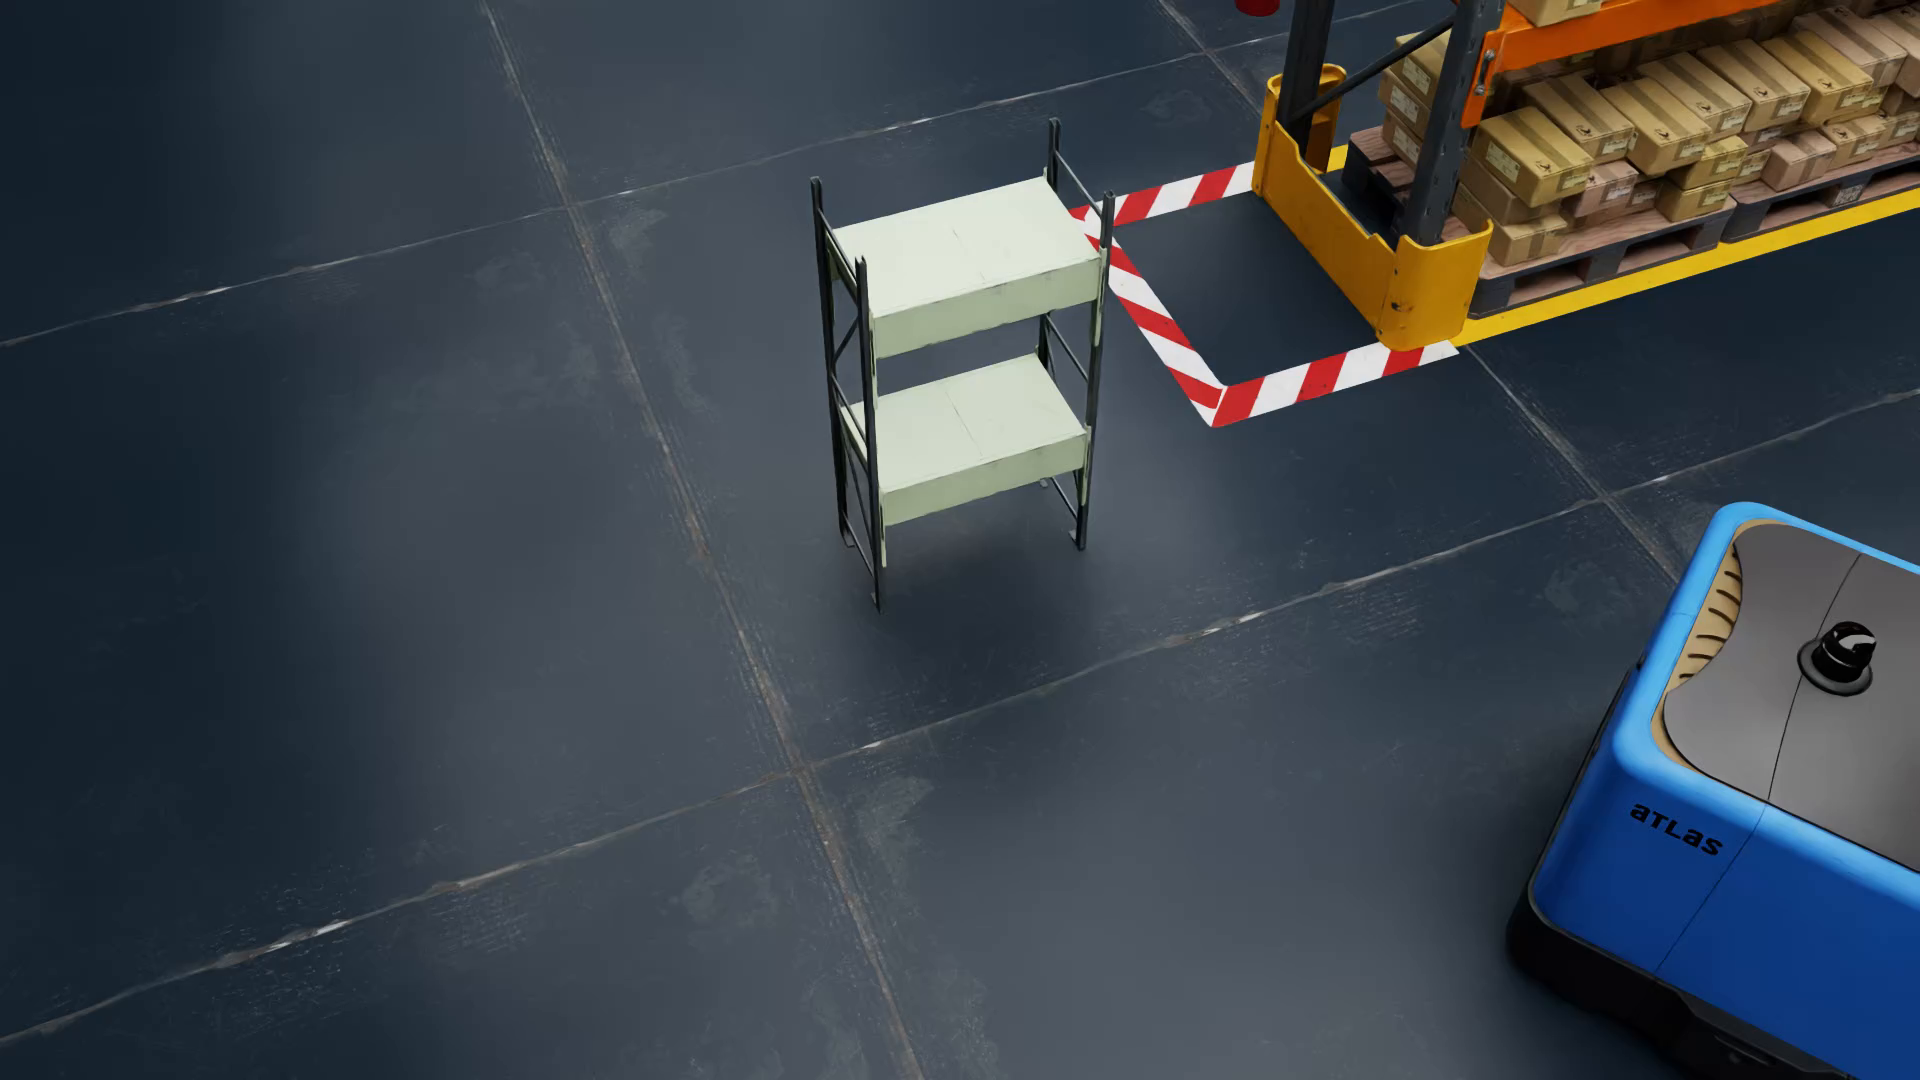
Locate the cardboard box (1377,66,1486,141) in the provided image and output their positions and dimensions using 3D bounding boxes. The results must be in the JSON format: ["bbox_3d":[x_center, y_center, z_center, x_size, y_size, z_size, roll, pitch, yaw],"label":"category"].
[{"bbox_3d":[1.902,-1.777,6.705,0.250,0.149,0.380,-18,52,-15],"label":"cardboard box"}]

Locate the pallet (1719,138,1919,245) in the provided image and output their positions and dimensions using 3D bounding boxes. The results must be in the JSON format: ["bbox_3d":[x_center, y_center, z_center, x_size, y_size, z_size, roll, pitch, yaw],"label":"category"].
[{"bbox_3d":[3.484,-1.789,7.147,1.213,0.211,1.003,-17,52,-14],"label":"pallet"}]

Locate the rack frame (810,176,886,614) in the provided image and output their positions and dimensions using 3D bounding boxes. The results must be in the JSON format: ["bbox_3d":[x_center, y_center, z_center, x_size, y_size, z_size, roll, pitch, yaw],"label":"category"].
[{"bbox_3d":[-0.333,-0.386,5.093,0.023,1.500,0.400,-17,52,-14],"label":"rack frame"}]

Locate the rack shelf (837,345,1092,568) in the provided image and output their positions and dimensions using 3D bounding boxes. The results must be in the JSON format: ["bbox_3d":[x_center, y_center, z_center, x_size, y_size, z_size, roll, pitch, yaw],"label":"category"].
[{"bbox_3d":[0.006,-0.278,5.430,0.720,0.370,0.431,-17,52,-14],"label":"rack shelf"}]

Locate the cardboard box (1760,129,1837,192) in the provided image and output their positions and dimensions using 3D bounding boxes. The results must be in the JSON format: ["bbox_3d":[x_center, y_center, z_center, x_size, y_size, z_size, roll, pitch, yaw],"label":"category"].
[{"bbox_3d":[3.307,-1.609,6.757,0.250,0.149,0.380,-20,52,-16],"label":"cardboard box"}]

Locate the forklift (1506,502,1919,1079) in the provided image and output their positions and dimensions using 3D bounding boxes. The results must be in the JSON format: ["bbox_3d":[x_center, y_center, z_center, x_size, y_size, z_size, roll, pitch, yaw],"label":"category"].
[{"bbox_3d":[3.057,0.530,3.363,3.031,2.935,1.130,26,54,21],"label":"forklift"}]

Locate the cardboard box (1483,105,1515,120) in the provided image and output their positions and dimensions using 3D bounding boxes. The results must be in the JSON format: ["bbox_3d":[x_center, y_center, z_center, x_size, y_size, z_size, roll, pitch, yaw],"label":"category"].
[{"bbox_3d":[2.164,-1.814,6.737,0.250,0.149,0.380,-18,52,-15],"label":"cardboard box"}]

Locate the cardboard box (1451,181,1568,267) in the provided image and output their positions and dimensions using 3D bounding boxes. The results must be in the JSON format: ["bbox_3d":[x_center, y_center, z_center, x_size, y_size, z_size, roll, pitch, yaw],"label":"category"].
[{"bbox_3d":[2.127,-1.254,6.452,0.250,0.149,0.380,-16,51,-14],"label":"cardboard box"}]

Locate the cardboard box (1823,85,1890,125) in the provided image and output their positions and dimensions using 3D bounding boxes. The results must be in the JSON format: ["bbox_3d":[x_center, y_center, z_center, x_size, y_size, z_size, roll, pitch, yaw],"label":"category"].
[{"bbox_3d":[3.549,-1.884,6.797,0.250,0.149,0.380,-15,51,-13],"label":"cardboard box"}]

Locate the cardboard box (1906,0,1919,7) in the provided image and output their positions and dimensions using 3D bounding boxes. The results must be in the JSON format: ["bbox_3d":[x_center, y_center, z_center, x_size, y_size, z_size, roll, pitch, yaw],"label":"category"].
[{"bbox_3d":[4.104,-2.387,7.229,0.250,0.149,0.380,-20,52,-16],"label":"cardboard box"}]

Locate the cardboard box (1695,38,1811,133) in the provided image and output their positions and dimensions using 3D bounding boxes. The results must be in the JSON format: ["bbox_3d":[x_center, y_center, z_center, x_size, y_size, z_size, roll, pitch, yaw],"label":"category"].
[{"bbox_3d":[3.084,-1.782,6.513,0.250,0.149,0.380,-15,51,-13],"label":"cardboard box"}]

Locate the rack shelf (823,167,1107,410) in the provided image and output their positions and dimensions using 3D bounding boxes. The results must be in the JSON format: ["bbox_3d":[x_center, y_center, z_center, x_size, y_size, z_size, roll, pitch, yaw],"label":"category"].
[{"bbox_3d":[0.006,-0.745,4.887,0.720,0.370,0.431,-17,52,-14],"label":"rack shelf"}]

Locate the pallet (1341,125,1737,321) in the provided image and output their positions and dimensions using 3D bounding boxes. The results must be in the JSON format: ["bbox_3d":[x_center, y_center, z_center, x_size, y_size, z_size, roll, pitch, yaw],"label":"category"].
[{"bbox_3d":[2.357,-1.442,6.849,1.213,0.211,1.003,-17,52,-14],"label":"pallet"}]

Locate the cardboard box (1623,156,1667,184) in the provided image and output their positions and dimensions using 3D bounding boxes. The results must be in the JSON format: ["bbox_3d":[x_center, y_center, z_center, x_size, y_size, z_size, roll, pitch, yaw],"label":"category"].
[{"bbox_3d":[2.571,-1.566,6.524,0.250,0.149,0.380,-17,51,-14],"label":"cardboard box"}]

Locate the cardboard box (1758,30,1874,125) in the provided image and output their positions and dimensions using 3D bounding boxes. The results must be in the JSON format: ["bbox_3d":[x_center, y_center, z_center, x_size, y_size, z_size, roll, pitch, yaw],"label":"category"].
[{"bbox_3d":[3.345,-1.825,6.550,0.250,0.149,0.380,-16,51,-14],"label":"cardboard box"}]

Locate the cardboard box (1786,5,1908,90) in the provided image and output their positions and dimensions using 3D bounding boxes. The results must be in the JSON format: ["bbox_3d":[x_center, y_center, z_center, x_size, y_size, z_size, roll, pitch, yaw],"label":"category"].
[{"bbox_3d":[3.542,-1.965,6.670,0.250,0.149,0.380,-17,51,-14],"label":"cardboard box"}]

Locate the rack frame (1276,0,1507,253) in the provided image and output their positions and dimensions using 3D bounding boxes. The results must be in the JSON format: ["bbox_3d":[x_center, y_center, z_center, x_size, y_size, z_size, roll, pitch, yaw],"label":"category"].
[{"bbox_3d":[1.521,-2.120,5.594,0.127,3.000,1.000,-17,52,-14],"label":"rack frame"}]

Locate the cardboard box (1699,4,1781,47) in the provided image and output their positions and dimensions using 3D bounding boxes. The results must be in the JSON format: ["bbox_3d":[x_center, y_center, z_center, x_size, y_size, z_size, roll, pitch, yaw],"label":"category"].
[{"bbox_3d":[3.139,-2.191,6.864,0.250,0.149,0.380,-19,52,-15],"label":"cardboard box"}]

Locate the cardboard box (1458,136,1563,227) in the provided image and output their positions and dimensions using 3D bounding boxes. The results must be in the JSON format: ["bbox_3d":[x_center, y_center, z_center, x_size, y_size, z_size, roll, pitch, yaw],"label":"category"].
[{"bbox_3d":[2.103,-1.395,6.377,0.250,0.149,0.380,-15,51,-13],"label":"cardboard box"}]

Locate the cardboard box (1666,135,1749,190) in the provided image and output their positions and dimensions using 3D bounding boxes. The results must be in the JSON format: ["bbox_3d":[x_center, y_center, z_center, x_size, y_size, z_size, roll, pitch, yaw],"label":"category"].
[{"bbox_3d":[2.850,-1.564,6.522,0.250,0.149,0.380,-16,51,-13],"label":"cardboard box"}]

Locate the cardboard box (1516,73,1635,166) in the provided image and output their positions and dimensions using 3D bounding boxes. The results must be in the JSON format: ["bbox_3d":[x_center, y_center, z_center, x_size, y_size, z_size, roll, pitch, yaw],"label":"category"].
[{"bbox_3d":[2.344,-1.597,6.355,0.250,0.149,0.380,-16,51,-14],"label":"cardboard box"}]

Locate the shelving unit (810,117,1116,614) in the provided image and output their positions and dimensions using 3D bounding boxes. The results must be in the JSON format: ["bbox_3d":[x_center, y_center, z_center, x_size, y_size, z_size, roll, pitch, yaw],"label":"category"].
[{"bbox_3d":[0.006,-0.491,5.183,0.755,1.500,0.431,-17,52,-14],"label":"shelving unit"}]

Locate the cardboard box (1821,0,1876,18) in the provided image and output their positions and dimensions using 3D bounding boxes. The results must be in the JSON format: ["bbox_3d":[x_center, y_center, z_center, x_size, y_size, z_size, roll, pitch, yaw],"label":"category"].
[{"bbox_3d":[3.613,-2.329,6.983,0.250,0.149,0.380,-19,52,-16],"label":"cardboard box"}]

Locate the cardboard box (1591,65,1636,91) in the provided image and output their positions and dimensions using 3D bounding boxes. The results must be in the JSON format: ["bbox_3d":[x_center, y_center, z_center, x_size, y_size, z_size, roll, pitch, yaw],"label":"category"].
[{"bbox_3d":[2.670,-1.932,6.838,0.250,0.149,0.380,-18,52,-15],"label":"cardboard box"}]

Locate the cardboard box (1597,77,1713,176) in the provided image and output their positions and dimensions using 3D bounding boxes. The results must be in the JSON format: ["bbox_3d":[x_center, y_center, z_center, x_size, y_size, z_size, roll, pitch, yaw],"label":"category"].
[{"bbox_3d":[2.626,-1.580,6.340,0.250,0.149,0.380,-17,52,-14],"label":"cardboard box"}]

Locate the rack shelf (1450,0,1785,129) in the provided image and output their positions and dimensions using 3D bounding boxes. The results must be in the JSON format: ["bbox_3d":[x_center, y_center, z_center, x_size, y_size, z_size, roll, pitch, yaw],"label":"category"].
[{"bbox_3d":[3.372,-2.460,6.359,4.000,0.370,1.077,-17,52,-14],"label":"rack shelf"}]

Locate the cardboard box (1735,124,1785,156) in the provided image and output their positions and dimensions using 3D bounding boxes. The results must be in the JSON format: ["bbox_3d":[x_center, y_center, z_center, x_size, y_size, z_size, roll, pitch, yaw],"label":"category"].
[{"bbox_3d":[3.059,-1.707,6.645,0.250,0.149,0.380,-19,52,-16],"label":"cardboard box"}]

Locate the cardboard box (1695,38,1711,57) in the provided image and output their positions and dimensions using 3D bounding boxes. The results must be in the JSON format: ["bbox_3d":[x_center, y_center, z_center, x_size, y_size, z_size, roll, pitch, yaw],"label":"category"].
[{"bbox_3d":[3.101,-2.145,7.022,0.250,0.149,0.380,-15,51,-12],"label":"cardboard box"}]

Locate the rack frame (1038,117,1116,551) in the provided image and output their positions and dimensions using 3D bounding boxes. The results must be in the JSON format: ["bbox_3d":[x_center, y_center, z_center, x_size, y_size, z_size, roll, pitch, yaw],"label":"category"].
[{"bbox_3d":[0.345,-0.596,5.273,0.023,1.500,0.400,-17,52,-14],"label":"rack frame"}]

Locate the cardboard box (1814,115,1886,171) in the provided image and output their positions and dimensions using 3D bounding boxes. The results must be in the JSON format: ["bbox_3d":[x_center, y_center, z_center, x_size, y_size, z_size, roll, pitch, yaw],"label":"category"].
[{"bbox_3d":[3.554,-1.707,6.841,0.250,0.149,0.380,-17,52,-14],"label":"cardboard box"}]

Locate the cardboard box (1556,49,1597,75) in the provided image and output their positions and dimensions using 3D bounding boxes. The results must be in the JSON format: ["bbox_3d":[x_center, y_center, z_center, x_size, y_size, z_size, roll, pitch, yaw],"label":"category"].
[{"bbox_3d":[2.361,-2.047,6.741,0.250,0.149,0.380,-18,52,-15],"label":"cardboard box"}]

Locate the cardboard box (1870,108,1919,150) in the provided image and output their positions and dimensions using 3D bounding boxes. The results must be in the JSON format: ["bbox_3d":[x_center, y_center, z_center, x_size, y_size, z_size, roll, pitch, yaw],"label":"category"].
[{"bbox_3d":[3.765,-1.799,6.920,0.250,0.149,0.380,-16,51,-14],"label":"cardboard box"}]

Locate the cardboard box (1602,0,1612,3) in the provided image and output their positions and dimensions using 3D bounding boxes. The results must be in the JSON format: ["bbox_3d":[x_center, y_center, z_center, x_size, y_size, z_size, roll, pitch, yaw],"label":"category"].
[{"bbox_3d":[2.165,-2.003,5.659,0.250,0.149,0.380,-16,51,-13],"label":"cardboard box"}]

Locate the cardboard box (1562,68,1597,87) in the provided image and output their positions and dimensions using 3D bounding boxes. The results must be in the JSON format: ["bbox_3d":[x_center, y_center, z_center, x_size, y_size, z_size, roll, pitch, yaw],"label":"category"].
[{"bbox_3d":[2.382,-1.927,6.834,0.250,0.149,0.380,-19,52,-16],"label":"cardboard box"}]

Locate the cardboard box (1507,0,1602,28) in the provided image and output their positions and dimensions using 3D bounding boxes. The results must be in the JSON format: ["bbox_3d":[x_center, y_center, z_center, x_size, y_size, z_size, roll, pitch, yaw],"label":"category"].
[{"bbox_3d":[1.945,-1.901,5.571,0.250,0.149,0.380,-18,52,-15],"label":"cardboard box"}]

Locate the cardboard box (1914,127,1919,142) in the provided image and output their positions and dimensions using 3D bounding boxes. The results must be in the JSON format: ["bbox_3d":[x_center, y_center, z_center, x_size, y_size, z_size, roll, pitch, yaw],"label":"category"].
[{"bbox_3d":[4.032,-1.827,6.944,0.250,0.149,0.380,-17,52,-14],"label":"cardboard box"}]

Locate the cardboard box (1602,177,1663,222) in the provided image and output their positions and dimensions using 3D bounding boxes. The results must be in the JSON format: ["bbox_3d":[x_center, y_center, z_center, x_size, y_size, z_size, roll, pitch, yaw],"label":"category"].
[{"bbox_3d":[2.566,-1.462,6.631,0.250,0.149,0.380,-17,51,-14],"label":"cardboard box"}]

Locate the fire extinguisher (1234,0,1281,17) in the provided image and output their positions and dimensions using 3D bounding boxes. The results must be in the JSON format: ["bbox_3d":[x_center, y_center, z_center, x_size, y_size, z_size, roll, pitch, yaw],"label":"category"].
[{"bbox_3d":[1.113,-2.225,5.981,0.183,0.674,0.296,-17,52,-14],"label":"fire extinguisher"}]

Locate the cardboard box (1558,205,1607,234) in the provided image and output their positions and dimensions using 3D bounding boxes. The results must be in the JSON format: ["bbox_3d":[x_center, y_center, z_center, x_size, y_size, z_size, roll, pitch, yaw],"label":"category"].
[{"bbox_3d":[2.338,-1.386,6.566,0.250,0.149,0.380,-17,52,-14],"label":"cardboard box"}]

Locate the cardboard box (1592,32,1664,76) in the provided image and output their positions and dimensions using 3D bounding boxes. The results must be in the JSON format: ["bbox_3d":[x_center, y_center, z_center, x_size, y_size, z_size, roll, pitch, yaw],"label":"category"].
[{"bbox_3d":[2.625,-2.077,6.767,0.250,0.149,0.380,-19,52,-16],"label":"cardboard box"}]

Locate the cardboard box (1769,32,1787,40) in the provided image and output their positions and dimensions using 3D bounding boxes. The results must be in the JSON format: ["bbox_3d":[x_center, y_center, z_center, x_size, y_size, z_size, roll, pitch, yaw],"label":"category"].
[{"bbox_3d":[3.345,-2.244,7.106,0.250,0.149,0.380,-17,51,-14],"label":"cardboard box"}]

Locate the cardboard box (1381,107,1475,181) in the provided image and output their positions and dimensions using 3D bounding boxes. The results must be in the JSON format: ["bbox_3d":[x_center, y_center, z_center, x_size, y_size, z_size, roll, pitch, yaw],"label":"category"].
[{"bbox_3d":[1.929,-1.626,6.771,0.250,0.149,0.380,-16,51,-14],"label":"cardboard box"}]

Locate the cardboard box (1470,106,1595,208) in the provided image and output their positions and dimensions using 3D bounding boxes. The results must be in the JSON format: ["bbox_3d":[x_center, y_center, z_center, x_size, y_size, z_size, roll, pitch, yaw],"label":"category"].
[{"bbox_3d":[2.134,-1.434,6.214,0.250,0.149,0.380,-19,52,-16],"label":"cardboard box"}]

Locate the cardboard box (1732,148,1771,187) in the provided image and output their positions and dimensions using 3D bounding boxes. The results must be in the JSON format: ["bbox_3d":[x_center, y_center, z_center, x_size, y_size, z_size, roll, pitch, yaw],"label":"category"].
[{"bbox_3d":[3.044,-1.599,6.748,0.250,0.149,0.380,-17,51,-14],"label":"cardboard box"}]

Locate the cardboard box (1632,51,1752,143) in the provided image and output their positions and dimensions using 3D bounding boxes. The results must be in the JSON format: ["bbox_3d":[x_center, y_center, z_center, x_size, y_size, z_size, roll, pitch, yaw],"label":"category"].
[{"bbox_3d":[2.824,-1.709,6.451,0.250,0.149,0.380,-20,52,-16],"label":"cardboard box"}]

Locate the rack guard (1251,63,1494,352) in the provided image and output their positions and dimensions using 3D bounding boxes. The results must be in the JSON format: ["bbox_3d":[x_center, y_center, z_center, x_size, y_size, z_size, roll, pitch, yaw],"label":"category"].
[{"bbox_3d":[1.591,-1.328,6.561,0.348,0.500,1.175,-17,52,-14],"label":"rack guard"}]

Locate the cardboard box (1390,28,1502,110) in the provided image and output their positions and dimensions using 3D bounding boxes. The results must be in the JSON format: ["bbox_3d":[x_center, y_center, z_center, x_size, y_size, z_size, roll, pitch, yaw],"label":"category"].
[{"bbox_3d":[1.915,-1.852,6.573,0.250,0.149,0.380,-17,51,-14],"label":"cardboard box"}]

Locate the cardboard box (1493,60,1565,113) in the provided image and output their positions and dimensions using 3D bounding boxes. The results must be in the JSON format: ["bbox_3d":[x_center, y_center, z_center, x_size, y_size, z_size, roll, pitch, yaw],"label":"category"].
[{"bbox_3d":[2.170,-1.884,6.601,0.250,0.149,0.380,-16,51,-14],"label":"cardboard box"}]

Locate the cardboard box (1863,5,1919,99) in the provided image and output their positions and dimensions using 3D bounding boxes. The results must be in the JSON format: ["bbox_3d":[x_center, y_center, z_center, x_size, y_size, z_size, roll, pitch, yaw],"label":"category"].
[{"bbox_3d":[3.813,-1.959,6.665,0.250,0.149,0.380,-19,52,-16],"label":"cardboard box"}]

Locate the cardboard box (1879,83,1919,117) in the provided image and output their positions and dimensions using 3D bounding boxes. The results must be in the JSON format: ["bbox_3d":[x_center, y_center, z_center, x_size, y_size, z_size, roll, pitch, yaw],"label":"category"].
[{"bbox_3d":[3.812,-1.931,6.837,0.250,0.149,0.380,-19,52,-16],"label":"cardboard box"}]

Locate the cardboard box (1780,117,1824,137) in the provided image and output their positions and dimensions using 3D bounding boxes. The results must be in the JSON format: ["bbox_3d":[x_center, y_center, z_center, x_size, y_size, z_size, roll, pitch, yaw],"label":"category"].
[{"bbox_3d":[3.295,-1.814,6.737,0.250,0.149,0.380,-15,51,-12],"label":"cardboard box"}]

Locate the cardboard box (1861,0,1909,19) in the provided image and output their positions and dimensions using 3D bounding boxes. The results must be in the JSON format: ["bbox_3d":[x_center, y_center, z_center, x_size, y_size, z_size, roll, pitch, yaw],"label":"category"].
[{"bbox_3d":[3.841,-2.325,7.176,0.250,0.149,0.380,-15,51,-13],"label":"cardboard box"}]

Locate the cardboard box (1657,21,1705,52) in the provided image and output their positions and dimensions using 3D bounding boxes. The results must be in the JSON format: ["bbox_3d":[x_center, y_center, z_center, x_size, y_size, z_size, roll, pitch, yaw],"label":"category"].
[{"bbox_3d":[2.853,-2.193,6.866,0.250,0.149,0.380,-15,51,-13],"label":"cardboard box"}]

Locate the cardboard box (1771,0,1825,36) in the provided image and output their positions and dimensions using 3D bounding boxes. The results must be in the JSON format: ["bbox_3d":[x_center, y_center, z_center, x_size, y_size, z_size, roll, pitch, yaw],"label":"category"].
[{"bbox_3d":[3.370,-2.286,6.946,0.250,0.149,0.380,-17,51,-14],"label":"cardboard box"}]

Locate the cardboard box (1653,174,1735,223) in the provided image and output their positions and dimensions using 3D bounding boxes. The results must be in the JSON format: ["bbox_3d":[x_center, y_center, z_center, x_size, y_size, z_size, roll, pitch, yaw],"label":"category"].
[{"bbox_3d":[2.844,-1.459,6.628,0.250,0.149,0.380,-17,51,-14],"label":"cardboard box"}]

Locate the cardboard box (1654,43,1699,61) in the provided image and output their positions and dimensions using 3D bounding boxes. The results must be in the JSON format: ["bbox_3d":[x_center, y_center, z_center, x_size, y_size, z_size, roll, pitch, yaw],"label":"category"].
[{"bbox_3d":[2.857,-2.085,6.970,0.250,0.149,0.380,-17,51,-14],"label":"cardboard box"}]

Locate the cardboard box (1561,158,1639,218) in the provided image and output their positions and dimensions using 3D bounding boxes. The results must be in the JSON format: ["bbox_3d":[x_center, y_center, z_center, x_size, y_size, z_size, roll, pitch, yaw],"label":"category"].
[{"bbox_3d":[2.378,-1.434,6.411,0.250,0.149,0.380,-17,52,-14],"label":"cardboard box"}]

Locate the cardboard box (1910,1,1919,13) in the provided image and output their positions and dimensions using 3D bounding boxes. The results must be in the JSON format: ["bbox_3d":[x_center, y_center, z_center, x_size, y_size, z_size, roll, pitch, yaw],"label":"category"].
[{"bbox_3d":[4.058,-2.045,6.739,0.250,0.149,0.380,-20,52,-16],"label":"cardboard box"}]
